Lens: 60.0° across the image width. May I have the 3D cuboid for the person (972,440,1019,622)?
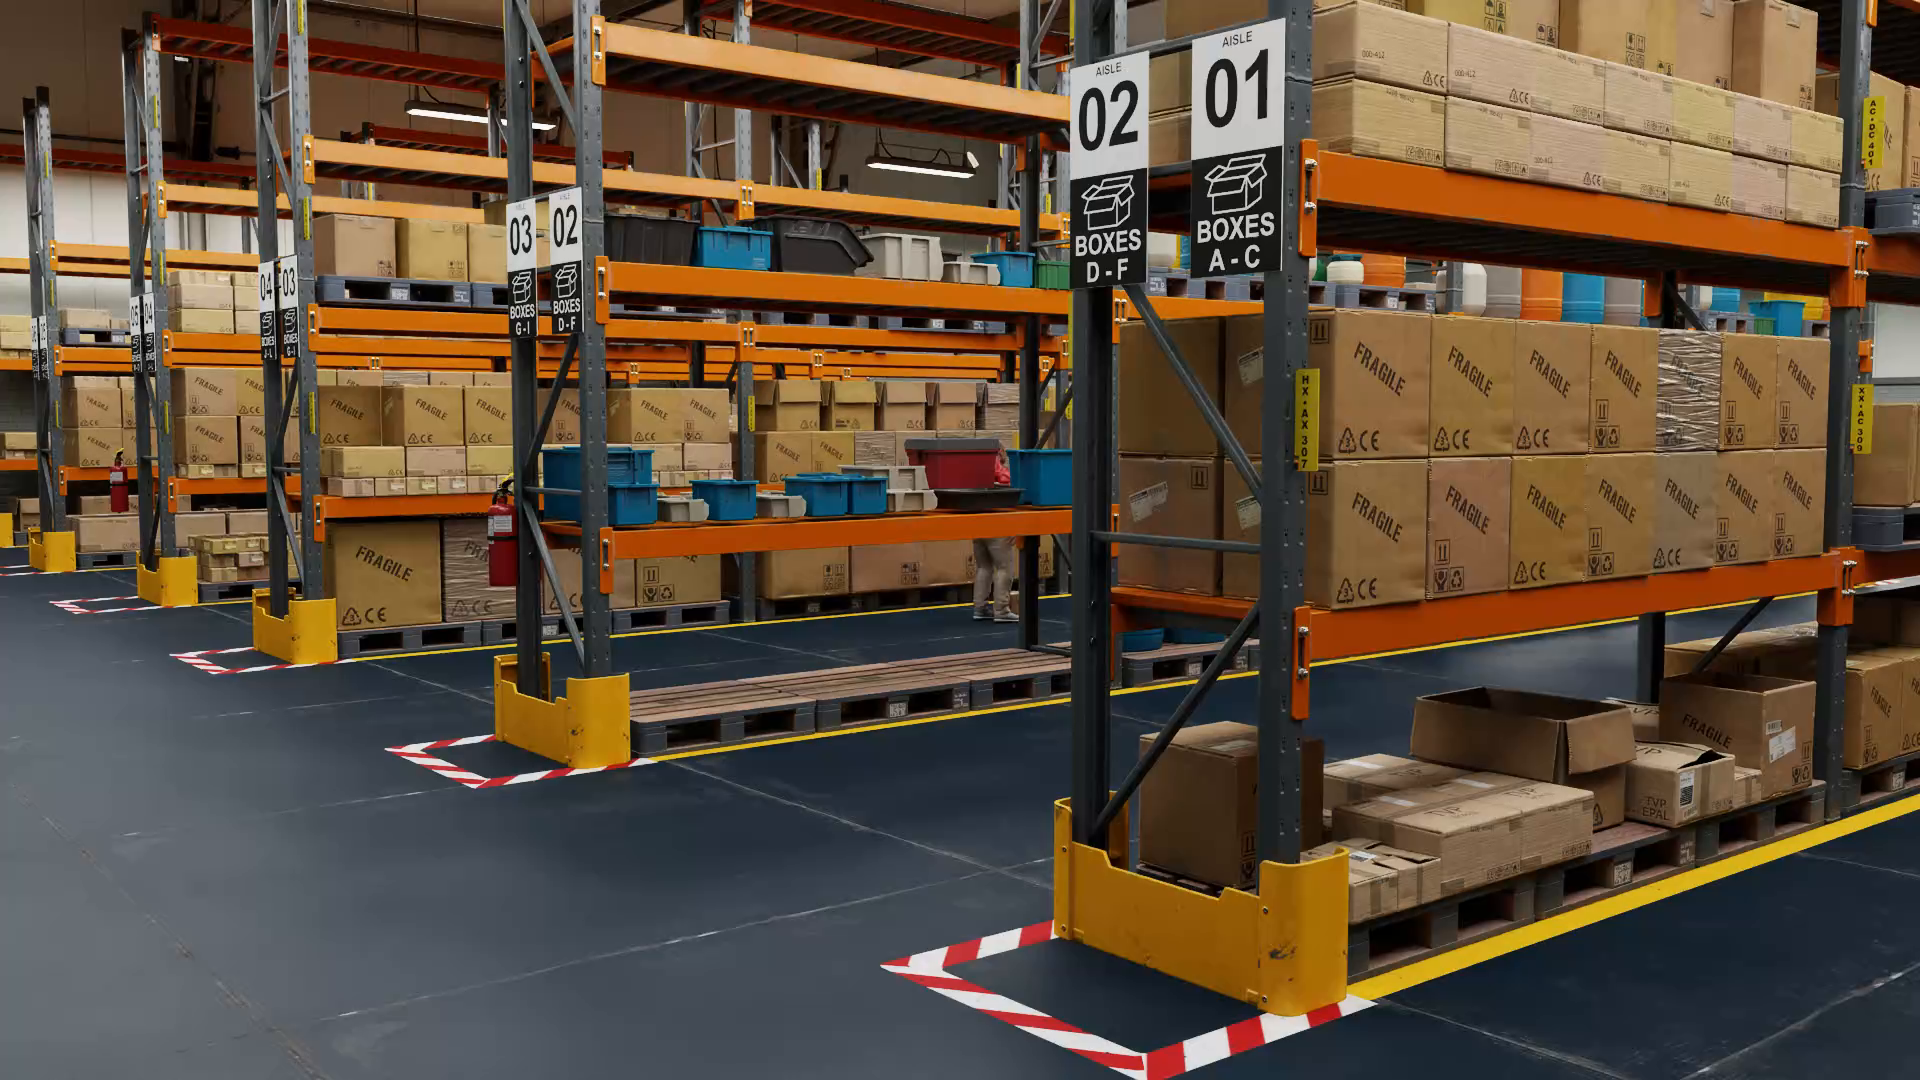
[{"bbox_3d":[0.320,-0.093,15.826,0.393,1.727,0.586,-3,5,-38],"label":"person"}]
